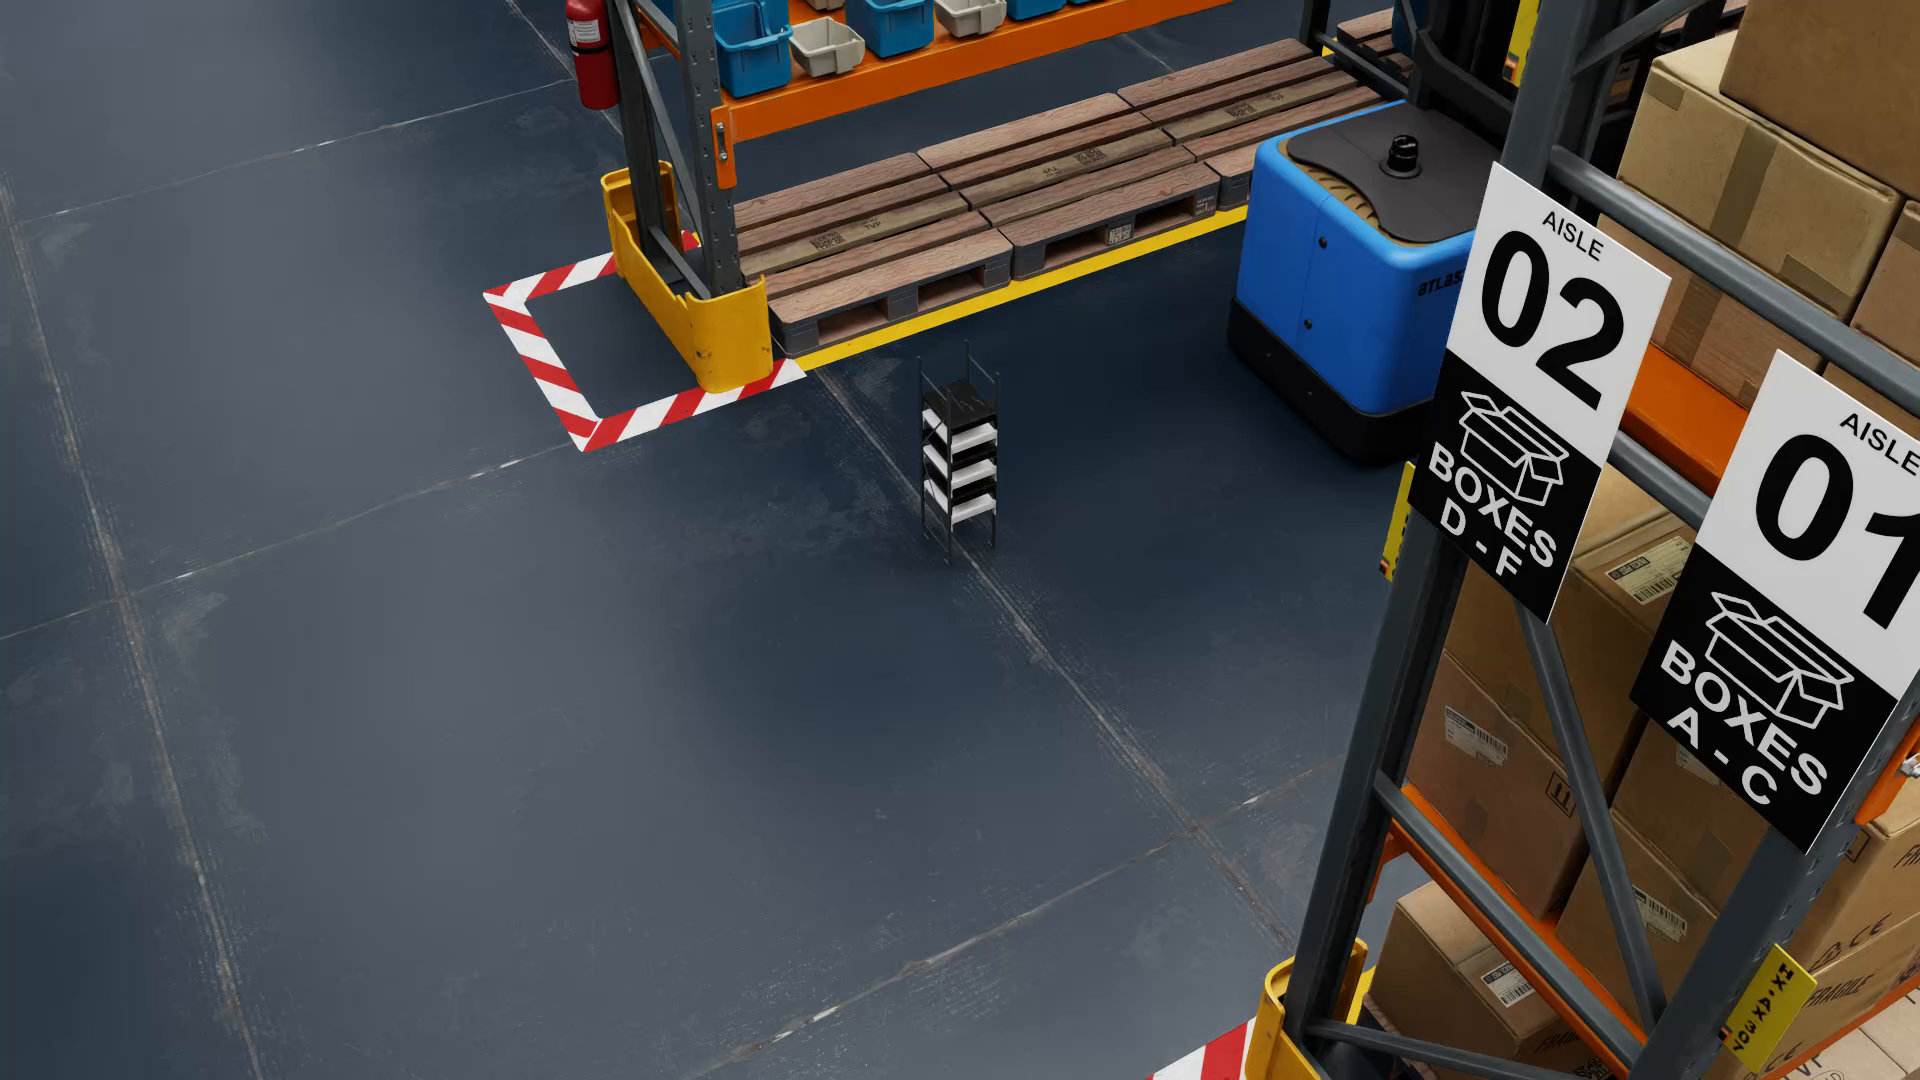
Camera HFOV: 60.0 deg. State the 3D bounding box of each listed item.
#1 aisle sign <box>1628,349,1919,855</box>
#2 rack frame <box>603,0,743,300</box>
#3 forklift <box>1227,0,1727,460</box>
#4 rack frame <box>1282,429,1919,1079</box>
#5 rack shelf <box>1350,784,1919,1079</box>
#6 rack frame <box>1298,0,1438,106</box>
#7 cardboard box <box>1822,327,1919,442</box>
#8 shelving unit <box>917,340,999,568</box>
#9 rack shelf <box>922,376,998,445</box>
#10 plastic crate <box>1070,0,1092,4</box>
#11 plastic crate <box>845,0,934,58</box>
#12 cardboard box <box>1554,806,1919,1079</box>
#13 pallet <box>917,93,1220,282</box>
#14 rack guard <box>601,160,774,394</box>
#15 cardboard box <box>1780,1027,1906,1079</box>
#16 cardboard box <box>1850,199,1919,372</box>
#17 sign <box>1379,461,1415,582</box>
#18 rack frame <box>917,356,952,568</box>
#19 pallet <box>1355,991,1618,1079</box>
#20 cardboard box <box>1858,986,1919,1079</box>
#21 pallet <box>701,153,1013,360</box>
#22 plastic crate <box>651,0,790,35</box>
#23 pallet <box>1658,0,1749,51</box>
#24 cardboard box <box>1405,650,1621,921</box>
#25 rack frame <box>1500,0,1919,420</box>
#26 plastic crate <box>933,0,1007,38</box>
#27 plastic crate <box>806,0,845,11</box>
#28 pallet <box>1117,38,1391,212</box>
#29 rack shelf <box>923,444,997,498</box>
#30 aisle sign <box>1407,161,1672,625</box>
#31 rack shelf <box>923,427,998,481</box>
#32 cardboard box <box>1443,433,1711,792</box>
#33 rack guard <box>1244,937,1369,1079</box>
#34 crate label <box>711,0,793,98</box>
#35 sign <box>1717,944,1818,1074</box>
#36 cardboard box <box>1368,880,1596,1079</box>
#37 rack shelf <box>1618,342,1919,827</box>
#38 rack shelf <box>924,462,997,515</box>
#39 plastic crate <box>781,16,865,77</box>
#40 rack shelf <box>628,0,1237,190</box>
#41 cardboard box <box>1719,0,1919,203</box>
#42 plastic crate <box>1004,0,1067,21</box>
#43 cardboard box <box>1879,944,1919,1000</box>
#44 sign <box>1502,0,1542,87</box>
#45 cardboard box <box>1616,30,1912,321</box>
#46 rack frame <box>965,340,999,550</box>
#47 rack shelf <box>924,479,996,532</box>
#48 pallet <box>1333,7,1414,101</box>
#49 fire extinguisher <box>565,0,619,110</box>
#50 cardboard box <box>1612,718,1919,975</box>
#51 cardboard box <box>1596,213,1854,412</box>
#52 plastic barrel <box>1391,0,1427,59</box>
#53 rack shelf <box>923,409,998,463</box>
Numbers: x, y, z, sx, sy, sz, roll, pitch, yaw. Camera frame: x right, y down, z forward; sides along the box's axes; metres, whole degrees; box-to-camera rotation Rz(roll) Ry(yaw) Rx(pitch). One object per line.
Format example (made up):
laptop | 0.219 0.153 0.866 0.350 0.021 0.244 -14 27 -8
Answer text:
aisle sign | 1.305 0.120 2.606 0.004 0.787 0.394 -22 48 -21
rack frame | -1.247 -2.140 6.802 0.127 3.000 1.000 -22 48 -21
forklift | 2.766 -2.121 6.831 3.031 2.935 1.130 -20 48 -19
rack frame | 1.218 0.852 3.718 0.127 3.000 1.000 -22 48 -21
rack shelf | 2.952 0.416 4.684 4.000 0.370 1.077 -22 48 -21
rack frame | 2.222 -3.528 8.232 0.127 3.000 1.000 -22 48 -21
cardboard box | 1.790 -0.195 2.751 0.500 0.250 0.500 -22 48 -21
shelving unit | -0.007 -0.320 6.434 0.210 0.900 0.258 -22 48 -21
rack shelf | -0.007 -0.490 6.269 0.200 0.077 0.258 -22 48 -21
plastic crate | 0.533 -2.550 7.300 0.300 0.233 0.416 -22 48 -21
plastic crate | -0.298 -2.217 6.958 0.300 0.233 0.416 -22 48 -21
cardboard box | 1.734 0.822 3.678 0.500 0.500 0.500 -21 48 -20
pallet | 0.544 -1.823 8.477 1.213 0.211 1.003 -22 48 -21
rack guard | -1.261 -1.227 7.655 0.348 0.500 1.175 -22 48 -21
cardboard box | 2.264 1.490 4.719 0.500 0.250 0.500 -22 48 -21
cardboard box | 1.793 -0.371 2.573 0.500 0.250 0.500 -22 48 -21
sign | 0.959 -0.019 3.557 0.005 0.325 0.100 -22 48 -21
rack frame | -0.095 -0.285 6.397 0.006 0.900 0.240 -22 48 -21
pallet | 1.975 1.549 5.002 1.213 0.211 1.003 -22 48 -21
cardboard box | 2.698 1.317 4.898 0.500 0.250 0.500 -22 48 -21
pallet | -0.512 -1.402 8.043 1.213 0.211 1.003 -22 48 -21
plastic crate | -1.049 -2.403 7.004 0.499 0.435 0.616 -22 48 -21
pallet | 3.971 -3.196 9.892 1.213 0.211 1.003 -22 48 -21
cardboard box | 1.471 0.497 4.013 0.500 0.500 0.500 -20 48 -20
rack frame | 1.218 -1.301 1.629 0.127 3.000 1.000 -22 48 -21
plastic crate | 0.039 -2.251 7.062 0.298 0.136 0.250 -22 48 -21
plastic crate | -0.630 -2.459 7.277 0.243 0.136 0.396 -22 48 -21
pallet | 1.603 -2.249 8.916 1.213 0.211 1.003 -22 48 -21
rack shelf | -0.007 -0.296 6.457 0.200 0.077 0.258 -22 48 -21
aisle sign | 1.006 -0.242 2.979 0.004 0.787 0.394 -22 48 -21
rack shelf | -0.007 -0.361 6.394 0.200 0.077 0.258 -22 48 -21
cardboard box | 1.467 0.137 3.665 0.500 0.500 0.500 -22 48 -21
rack guard | 1.284 1.723 4.616 0.348 0.500 1.175 -22 48 -21
crate label | -0.868 -1.989 6.722 0.303 0.233 0.416 -22 48 -21
sign | 1.488 0.869 3.079 0.005 0.325 0.100 -22 48 -21
cardboard box | 1.567 1.254 4.783 0.500 0.500 0.500 -22 48 -21
rack shelf | 2.952 -0.660 3.639 4.000 0.370 1.077 -22 48 -21
rack shelf | -0.007 -0.232 6.520 0.200 0.077 0.258 -22 48 -21
plastic crate | -0.549 -2.015 6.819 0.298 0.136 0.250 -22 48 -21
rack shelf | 0.488 -2.576 7.767 4.000 0.370 1.077 -22 48 -21
cardboard box | 1.655 -0.807 2.484 0.500 0.500 0.700 -22 48 -21
plastic crate | 0.273 -2.445 7.193 0.300 0.233 0.416 -22 48 -21
cardboard box | 2.179 0.639 3.866 0.500 0.500 0.500 -22 48 -21
sign | 0.959 -0.884 2.718 0.005 0.325 0.100 -22 48 -21
cardboard box | 1.536 -0.682 2.894 0.500 0.250 0.500 -22 48 -21
rack frame | 0.081 -0.355 6.470 0.006 0.900 0.240 -22 48 -21
rack shelf | -0.007 -0.167 6.582 0.200 0.077 0.258 -22 48 -21
pallet | 2.912 -2.770 9.453 1.213 0.211 1.003 -22 48 -21
fire extinguisher | -1.604 -2.201 7.187 0.183 0.674 0.296 -22 48 -21
cardboard box | 1.734 0.463 3.330 0.500 0.500 0.500 -20 48 -20
cardboard box | 1.532 -0.508 3.073 0.500 0.250 0.500 -22 48 -21
plastic barrel | 2.702 -3.104 9.000 0.708 0.901 0.600 -22 48 -21
rack shelf | -0.007 -0.425 6.332 0.200 0.077 0.258 -22 48 -21
